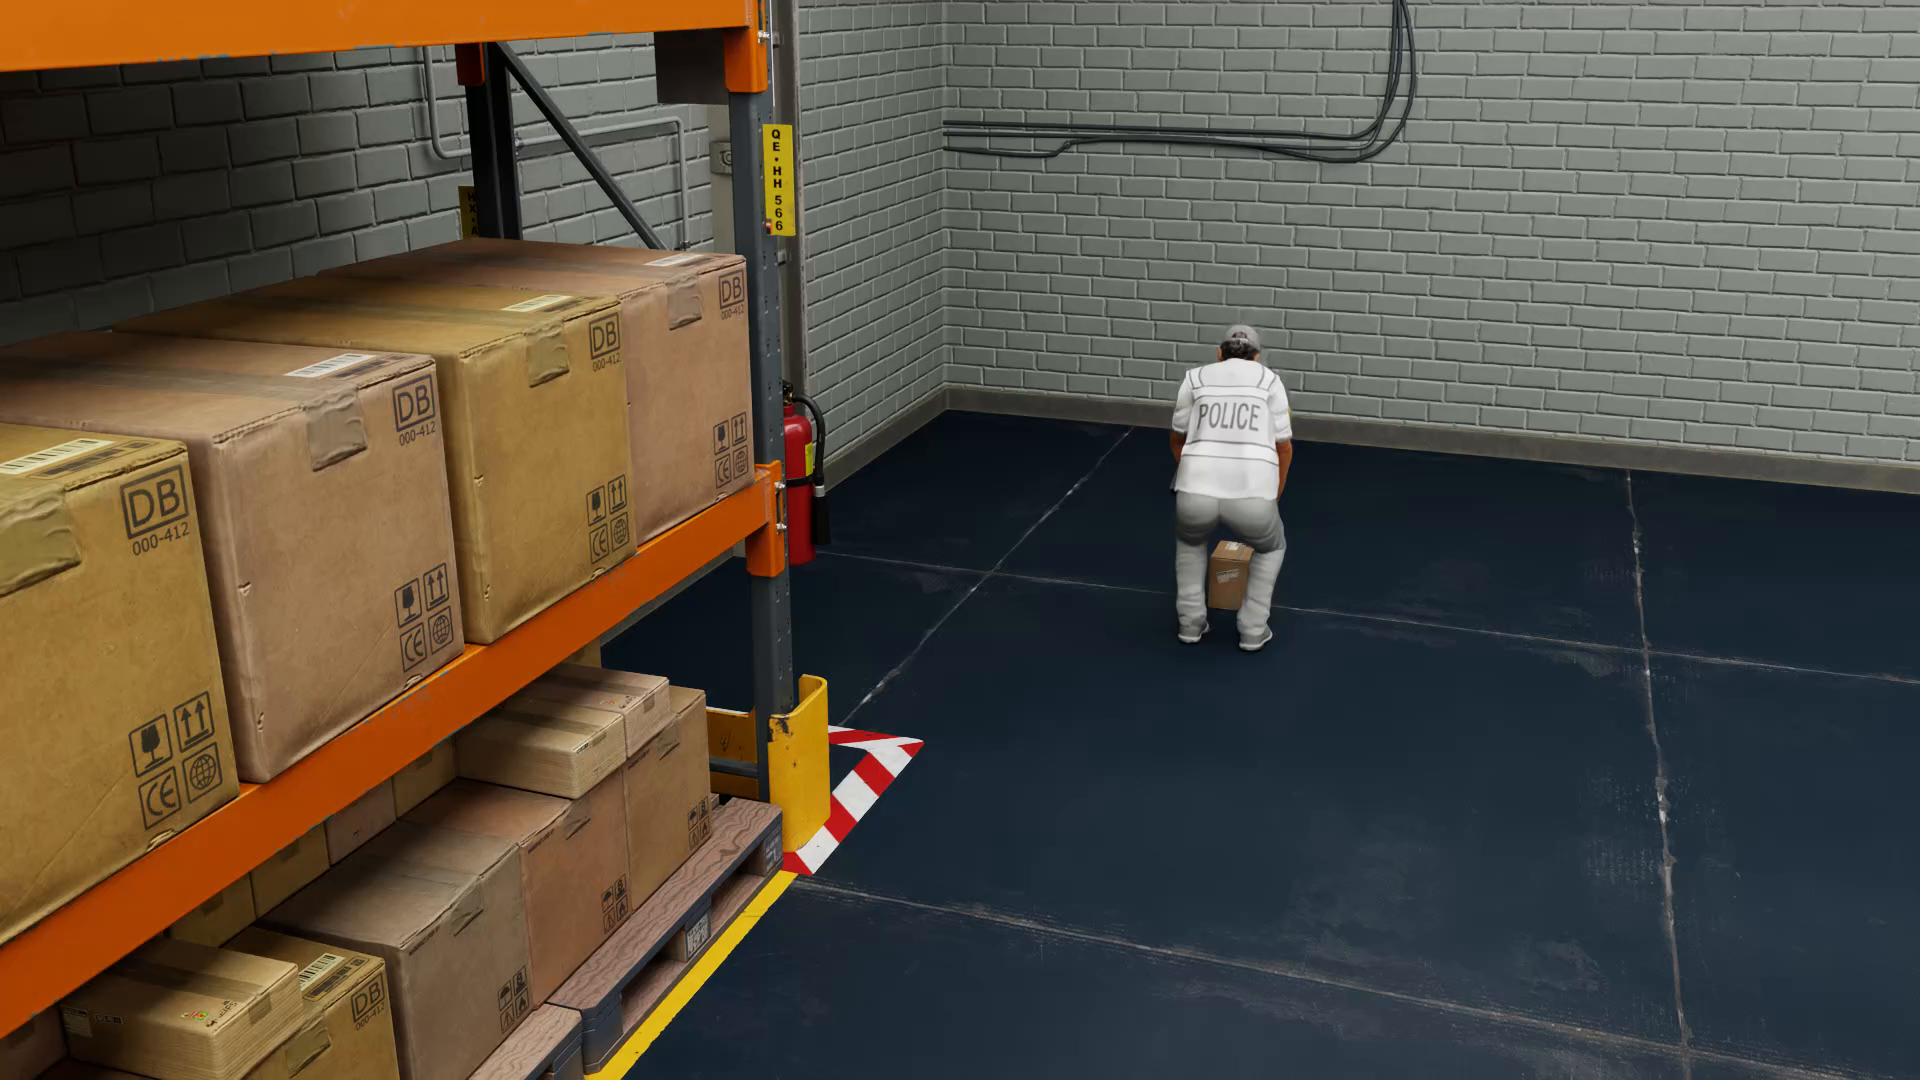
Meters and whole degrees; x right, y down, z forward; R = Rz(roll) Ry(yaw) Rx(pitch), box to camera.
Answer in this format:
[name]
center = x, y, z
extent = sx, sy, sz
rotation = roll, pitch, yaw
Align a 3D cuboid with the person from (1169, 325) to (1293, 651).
[person]
center = 1.147, -0.219, 7.207
extent = 0.536, 1.351, 0.745
rotation = 6, 20, 18
